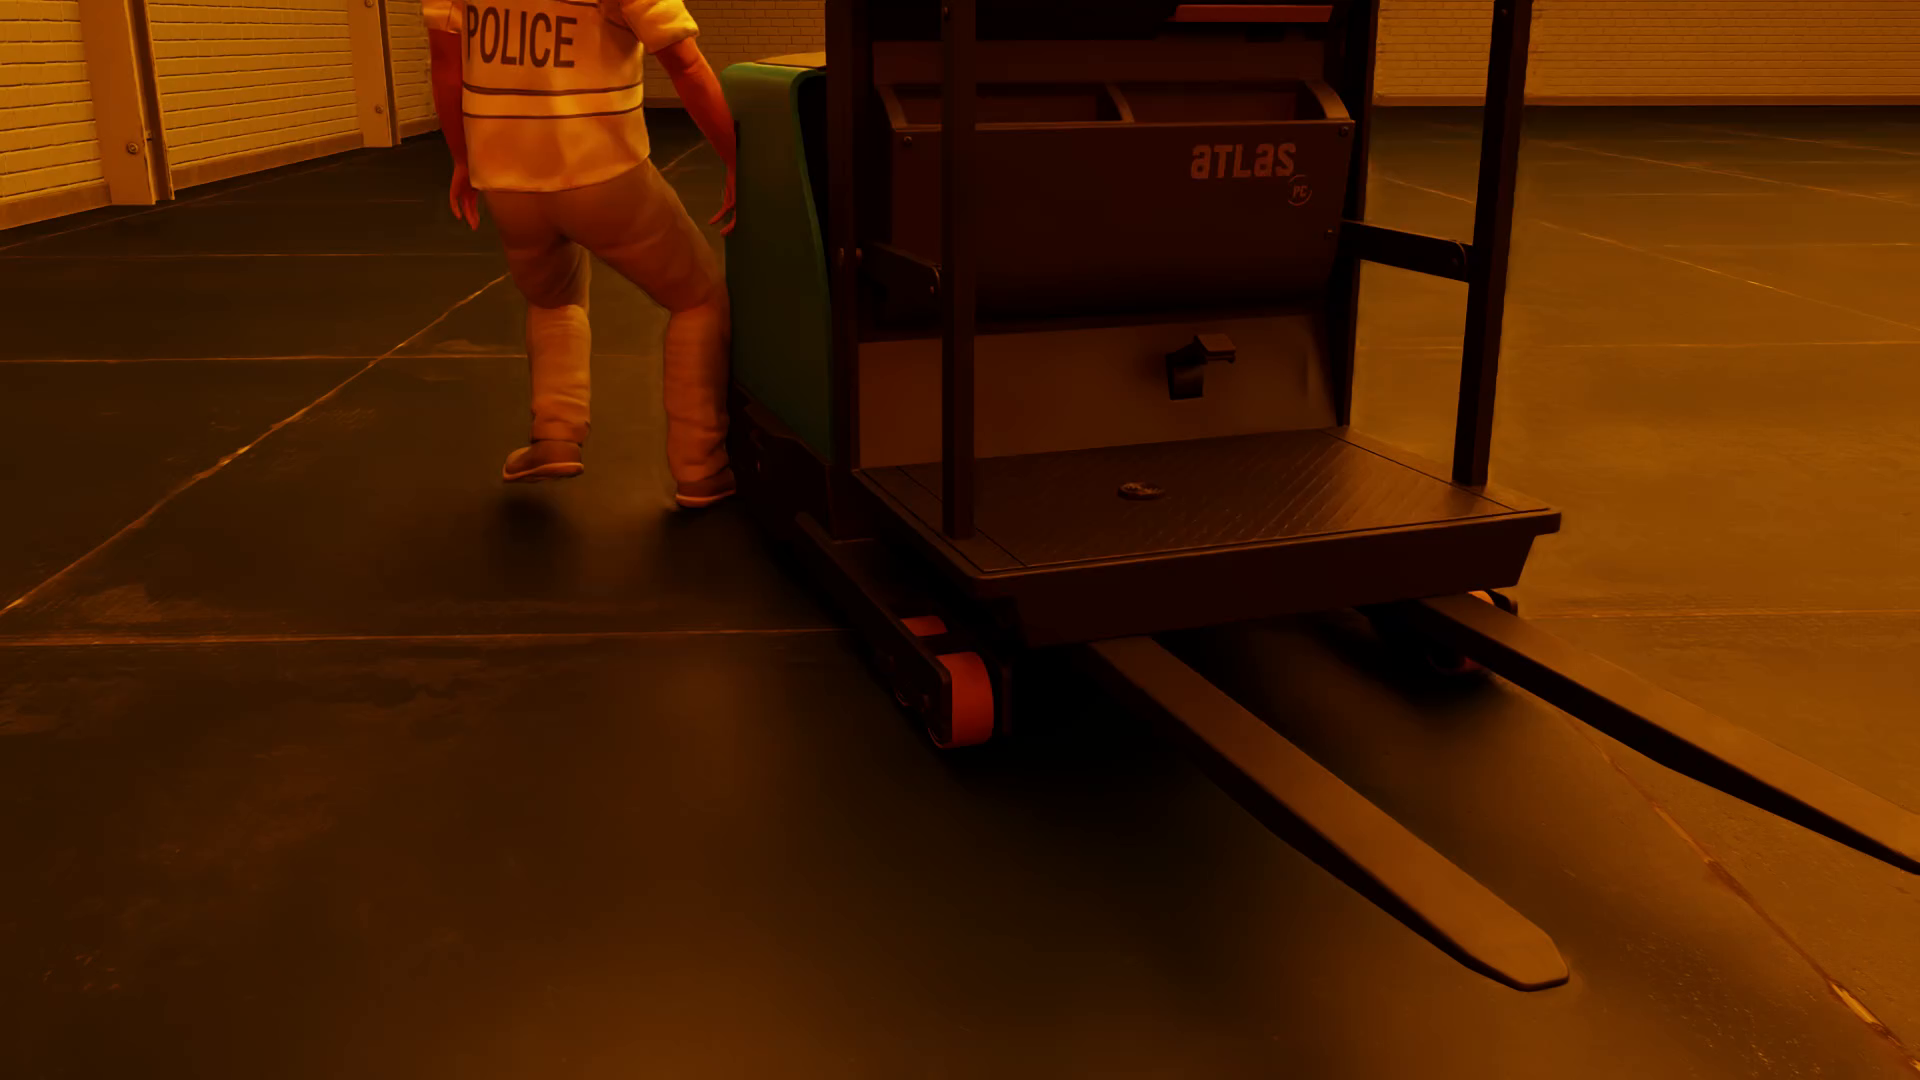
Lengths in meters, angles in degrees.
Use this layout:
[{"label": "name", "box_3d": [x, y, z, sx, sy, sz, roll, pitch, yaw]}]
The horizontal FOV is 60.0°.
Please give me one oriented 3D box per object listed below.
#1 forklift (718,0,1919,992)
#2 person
[{"label": "forklift", "box_3d": [0.372, -1.186, 2.784, 1.130, 2.935, 3.031, -6, 18, -19]}, {"label": "person", "box_3d": [-0.872, -0.914, 4.033, 0.765, 1.696, 0.556, 6, 18, 20]}]
